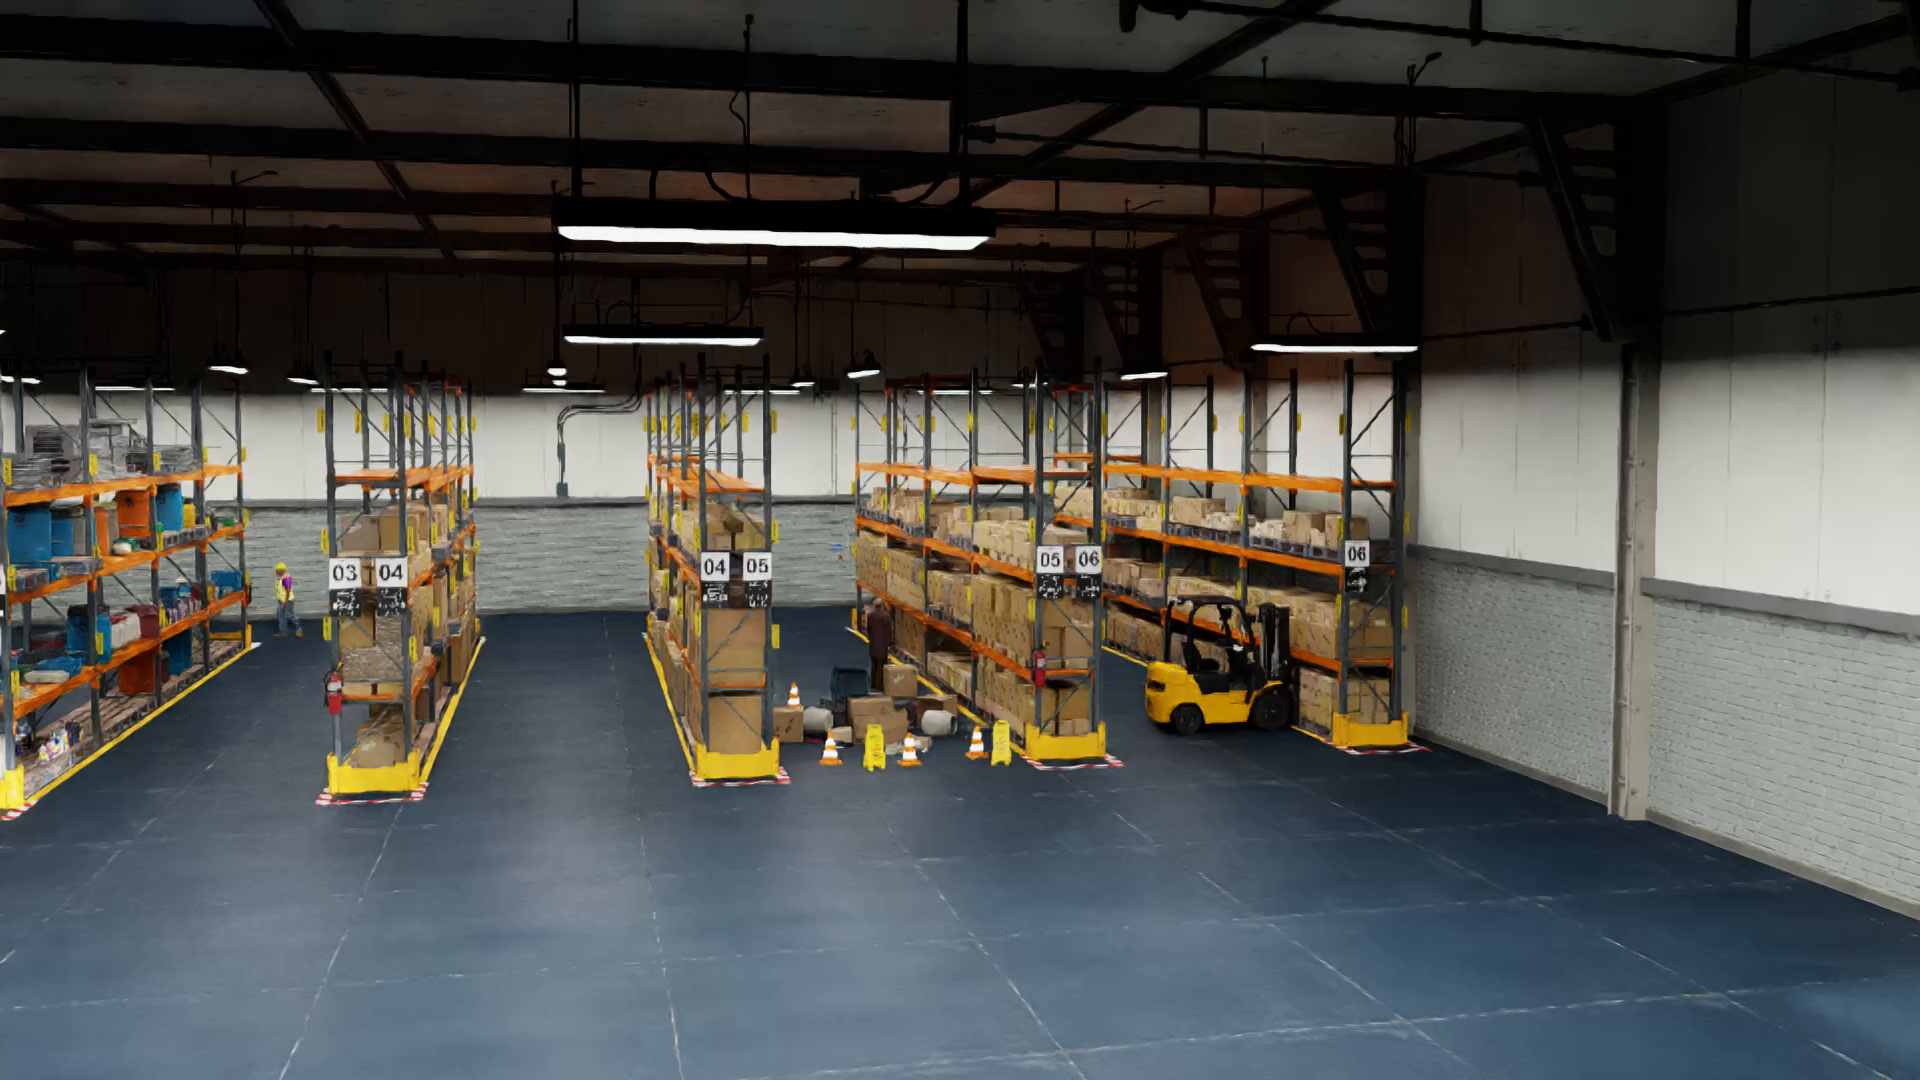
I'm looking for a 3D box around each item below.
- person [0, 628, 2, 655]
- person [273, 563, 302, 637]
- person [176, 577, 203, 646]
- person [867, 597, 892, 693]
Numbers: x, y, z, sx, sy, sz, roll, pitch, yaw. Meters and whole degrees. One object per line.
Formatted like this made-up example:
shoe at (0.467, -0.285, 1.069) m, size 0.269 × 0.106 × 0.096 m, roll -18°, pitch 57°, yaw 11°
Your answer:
person at (-17.447, 2.044, 30.289) m, size 0.433 × 1.681 × 0.552 m, roll -3°, pitch 5°, yaw -39°
person at (-15.852, 1.412, 39.140) m, size 0.612 × 1.762 × 0.593 m, roll -4°, pitch 6°, yaw -45°
person at (-16.650, 1.653, 35.758) m, size 0.607 × 1.741 × 0.972 m, roll 1°, pitch 4°, yaw 8°
person at (-1.460, 2.005, 30.883) m, size 0.505 × 1.666 × 0.625 m, roll -4°, pitch 5°, yaw -44°
